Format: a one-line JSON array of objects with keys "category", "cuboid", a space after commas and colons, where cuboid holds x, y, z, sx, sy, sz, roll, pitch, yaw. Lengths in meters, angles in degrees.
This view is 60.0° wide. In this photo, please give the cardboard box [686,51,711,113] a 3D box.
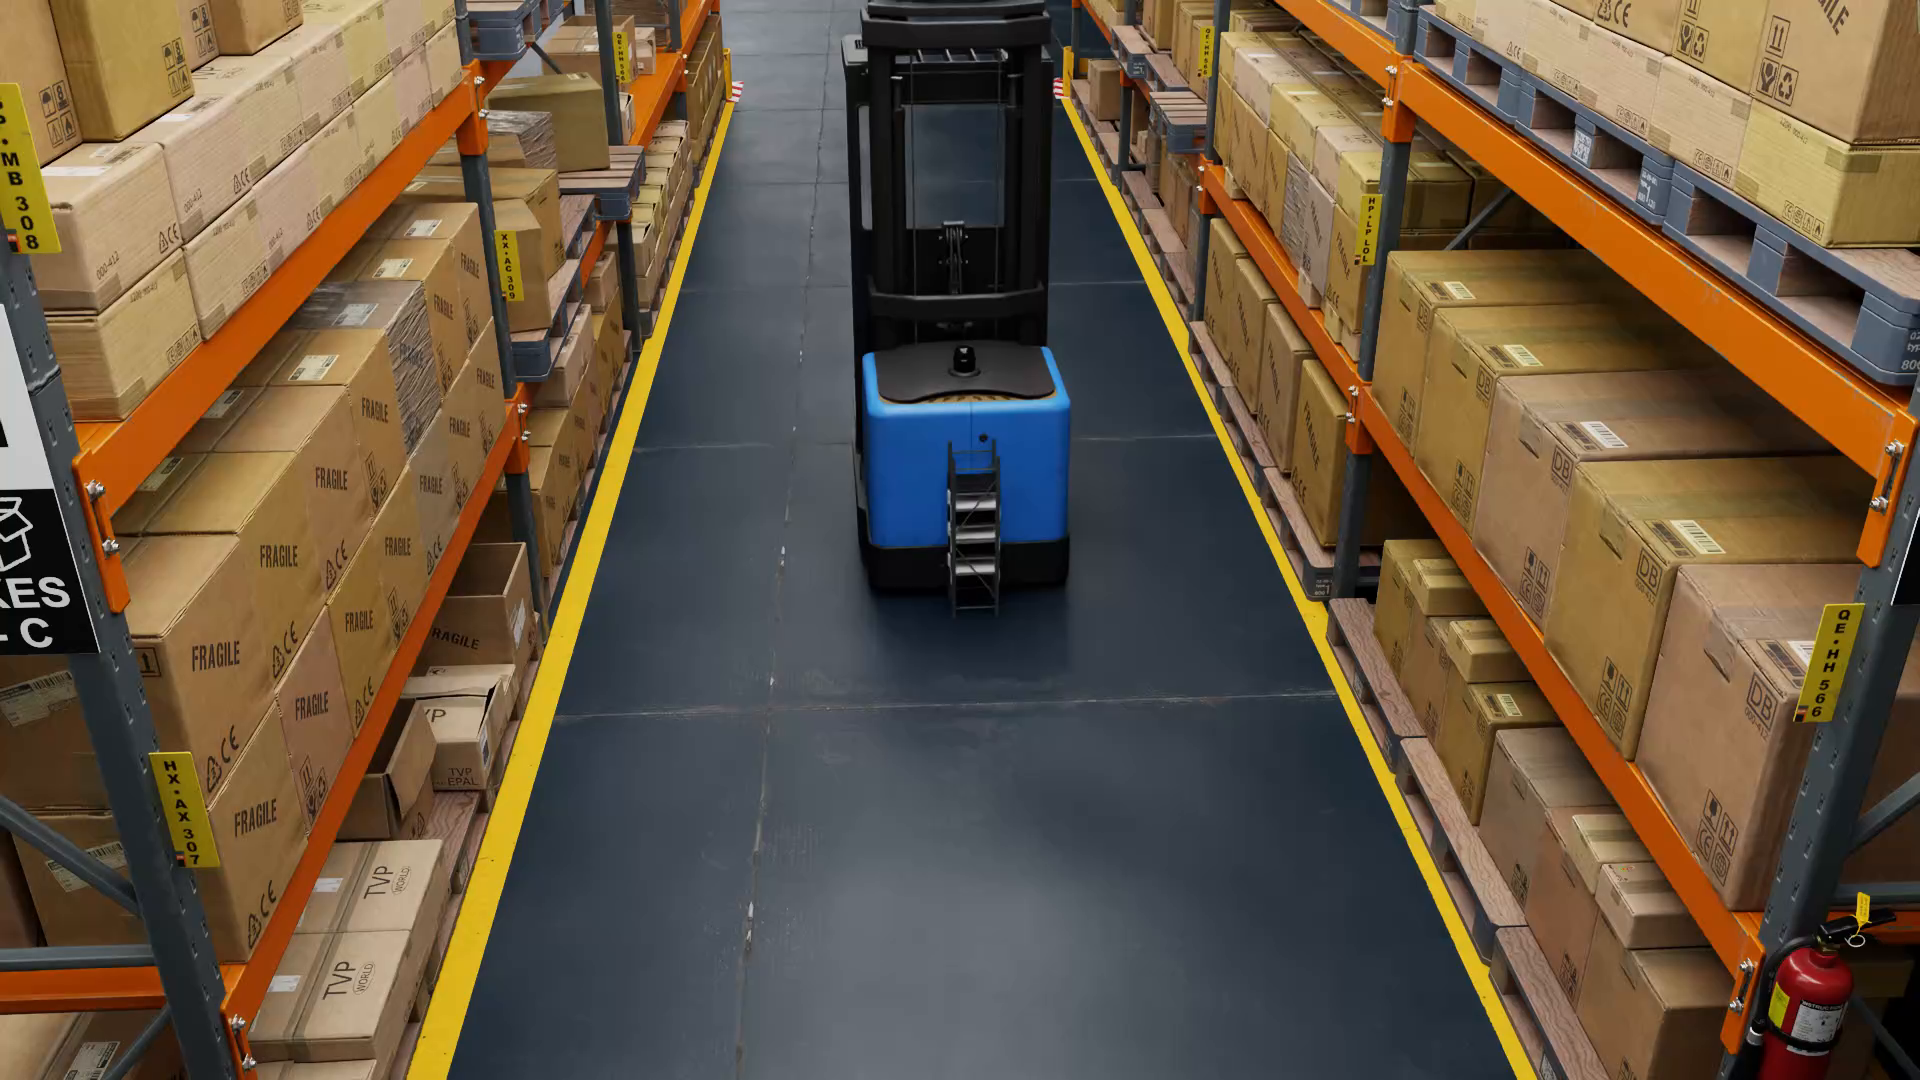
[{"category": "cardboard box", "cuboid": [-2.736, -4.498, 16.339, 0.500, 0.500, 0.500, -1, 28, -3]}]

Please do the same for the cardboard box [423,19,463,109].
[{"category": "cardboard box", "cuboid": [-2.263, -1.866, 6.503, 0.500, 0.250, 0.500, -1, 28, -3]}]

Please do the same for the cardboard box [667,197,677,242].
[{"category": "cardboard box", "cuboid": [-2.584, -2.593, 13.497, 0.500, 0.250, 0.500, -1, 28, -2]}]

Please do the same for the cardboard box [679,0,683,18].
[{"category": "cardboard box", "cuboid": [-3.058, -5.239, 15.944, 0.700, 0.500, 0.500, -1, 28, -2]}]

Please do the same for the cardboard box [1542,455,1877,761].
[{"category": "cardboard box", "cuboid": [2.515, 0.201, 5.296, 0.980, 0.700, 0.700, -2, 28, -3]}]

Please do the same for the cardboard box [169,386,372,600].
[{"category": "cardboard box", "cuboid": [-2.161, -0.145, 5.095, 0.500, 0.500, 0.500, -1, 28, -2]}]

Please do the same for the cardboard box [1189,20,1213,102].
[{"category": "cardboard box", "cuboid": [2.093, -3.503, 12.139, 0.700, 0.500, 0.500, -4, 28, -7]}]

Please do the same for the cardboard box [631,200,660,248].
[{"category": "cardboard box", "cuboid": [-2.533, -2.375, 12.473, 0.500, 0.311, 0.500, -2, 28, -4]}]

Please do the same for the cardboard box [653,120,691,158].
[{"category": "cardboard box", "cuboid": [-2.665, -3.551, 14.727, 0.500, 0.311, 0.500, -1, 28, -3]}]

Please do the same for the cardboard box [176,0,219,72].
[{"category": "cardboard box", "cuboid": [-2.463, -1.489, 4.429, 0.700, 0.500, 0.500, -1, 28, -3]}]

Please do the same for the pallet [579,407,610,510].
[{"category": "pallet", "cuboid": [-2.701, -0.524, 10.026, 1.003, 0.211, 1.213, -1, 28, -3]}]

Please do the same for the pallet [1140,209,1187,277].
[{"category": "pallet", "cuboid": [2.083, -2.476, 13.769, 1.003, 0.211, 1.213, -1, 28, -3]}]

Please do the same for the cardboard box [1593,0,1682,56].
[{"category": "cardboard box", "cuboid": [2.240, -1.725, 4.859, 0.500, 0.500, 0.500, -3, 28, -5]}]

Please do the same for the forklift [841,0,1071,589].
[{"category": "forklift", "cuboid": [-0.078, -1.697, 9.334, 1.130, 2.935, 3.031, -2, 28, -5]}]

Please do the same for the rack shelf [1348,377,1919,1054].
[{"category": "rack shelf", "cuboid": [2.497, 0.301, 6.208, 1.077, 0.370, 4.000, -1, 28, -3]}]

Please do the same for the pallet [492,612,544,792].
[{"category": "pallet", "cuboid": [-2.519, 0.733, 7.617, 1.003, 0.211, 1.213, -1, 28, -3]}]

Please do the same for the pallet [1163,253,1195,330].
[{"category": "pallet", "cuboid": [2.144, -1.914, 12.691, 1.003, 0.211, 1.213, -1, 28, -3]}]

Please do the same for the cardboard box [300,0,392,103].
[{"category": "cardboard box", "cuboid": [-2.211, -1.626, 5.502, 0.500, 0.250, 0.500, -1, 28, -3]}]

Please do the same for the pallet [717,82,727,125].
[{"category": "pallet", "cuboid": [-3.099, -4.774, 18.175, 1.003, 0.211, 1.213, -1, 28, -3]}]

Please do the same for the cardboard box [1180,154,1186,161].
[{"category": "cardboard box", "cuboid": [2.087, -3.273, 13.698, 0.500, 0.250, 0.500, -2, 28, -4]}]

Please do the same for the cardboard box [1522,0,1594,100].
[{"category": "cardboard box", "cuboid": [2.212, -1.638, 5.503, 0.500, 0.250, 0.500, -2, 28, -4]}]

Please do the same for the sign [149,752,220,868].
[{"category": "sign", "cuboid": [-1.804, 0.630, 3.863, 0.100, 0.325, 0.005, -1, 28, -3]}]

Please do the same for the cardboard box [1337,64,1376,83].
[{"category": "cardboard box", "cuboid": [2.513, -2.627, 9.782, 0.500, 0.250, 0.500, -2, 28, -4]}]

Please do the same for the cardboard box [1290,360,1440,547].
[{"category": "cardboard box", "cuboid": [2.229, -0.472, 8.782, 0.750, 0.750, 0.750, -1, 28, -2]}]

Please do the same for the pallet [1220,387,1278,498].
[{"category": "pallet", "cuboid": [2.210, -0.625, 10.220, 1.003, 0.211, 1.213, -1, 28, -3]}]

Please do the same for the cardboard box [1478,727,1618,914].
[{"category": "cardboard box", "cuboid": [2.412, 1.043, 6.255, 0.700, 0.500, 0.500, -2, 28, -4]}]

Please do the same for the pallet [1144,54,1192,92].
[{"category": "pallet", "cuboid": [2.039, -3.617, 13.149, 1.003, 0.211, 1.213, -1, 28, -3]}]

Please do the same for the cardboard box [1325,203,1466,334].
[{"category": "cardboard box", "cuboid": [2.117, -1.334, 8.113, 0.500, 0.500, 0.500, -2, 28, -3]}]

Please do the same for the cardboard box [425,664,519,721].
[{"category": "cardboard box", "cuboid": [-2.162, 0.676, 7.317, 0.380, 0.149, 0.250, -1, 28, -3]}]

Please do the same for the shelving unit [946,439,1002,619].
[{"category": "shelving unit", "cuboid": [0.068, -0.049, 8.370, 0.258, 0.900, 0.210, -2, 28, -5]}]

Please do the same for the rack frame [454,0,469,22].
[{"category": "rack frame", "cuboid": [-2.554, -3.481, 6.192, 1.000, 3.000, 0.127, -1, 28, -3]}]

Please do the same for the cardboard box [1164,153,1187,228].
[{"category": "cardboard box", "cuboid": [2.093, -2.910, 13.812, 0.700, 0.500, 0.500, -1, 28, -2]}]

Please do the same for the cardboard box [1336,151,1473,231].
[{"category": "cardboard box", "cuboid": [2.113, -1.669, 7.944, 0.500, 0.250, 0.500, -1, 28, -1]}]

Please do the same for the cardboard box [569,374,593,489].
[{"category": "cardboard box", "cuboid": [-2.394, -0.614, 9.410, 0.500, 0.500, 0.500, -1, 28, -2]}]

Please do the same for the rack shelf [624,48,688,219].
[{"category": "rack shelf", "cuboid": [-2.868, -3.273, 13.059, 1.077, 0.370, 4.000, -1, 28, -3]}]

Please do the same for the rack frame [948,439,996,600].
[{"category": "rack frame", "cuboid": [0.059, -0.096, 8.460, 0.240, 0.900, 0.006, -2, 28, -5]}]

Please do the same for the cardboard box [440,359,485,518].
[{"category": "cardboard box", "cuboid": [-2.244, -0.402, 6.670, 0.500, 0.500, 0.500, -1, 28, -1]}]

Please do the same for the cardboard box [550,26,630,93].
[{"category": "cardboard box", "cuboid": [-2.895, -3.730, 13.050, 0.500, 0.500, 0.500, -1, 28, -3]}]

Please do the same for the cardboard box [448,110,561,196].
[{"category": "cardboard box", "cuboid": [-2.761, -2.183, 9.630, 0.700, 0.500, 0.500, 4, 28, 7]}]

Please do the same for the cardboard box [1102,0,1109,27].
[{"category": "cardboard box", "cuboid": [1.629, -5.021, 15.773, 0.500, 0.250, 0.500, -1, 28, -2]}]

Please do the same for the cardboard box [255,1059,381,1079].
[{"category": "cardboard box", "cuboid": [-2.037, 1.771, 5.200, 0.380, 0.166, 0.250, -1, 28, -3]}]

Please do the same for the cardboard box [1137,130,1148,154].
[{"category": "cardboard box", "cuboid": [1.917, -3.822, 15.922, 0.380, 0.166, 0.250, -5, 28, -9]}]

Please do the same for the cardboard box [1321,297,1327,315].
[{"category": "cardboard box", "cuboid": [2.087, -1.225, 8.606, 0.380, 0.149, 0.250, -1, 28, -1]}]

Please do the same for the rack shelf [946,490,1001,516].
[{"category": "rack shelf", "cuboid": [0.068, -0.179, 8.302, 0.258, 0.077, 0.200, -2, 28, -5]}]

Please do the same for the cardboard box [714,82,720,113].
[{"category": "cardboard box", "cuboid": [-2.792, -4.627, 17.398, 0.500, 0.250, 0.500, -1, 28, -3]}]

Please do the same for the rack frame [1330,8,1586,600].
[{"category": "rack frame", "cuboid": [2.392, -0.942, 7.812, 1.000, 3.000, 0.127, -1, 28, -3]}]

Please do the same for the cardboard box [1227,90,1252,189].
[{"category": "cardboard box", "cuboid": [1.971, -2.502, 10.352, 0.500, 0.500, 0.500, 0, 28, -1]}]

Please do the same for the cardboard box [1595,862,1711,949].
[{"category": "cardboard box", "cuboid": [2.276, 1.164, 5.322, 0.380, 0.149, 0.250, -2, 28, -3]}]

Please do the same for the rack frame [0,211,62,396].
[{"category": "rack frame", "cuboid": [-2.345, -1.633, 2.651, 1.000, 3.000, 0.127, -1, 28, -3]}]

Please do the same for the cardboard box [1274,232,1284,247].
[{"category": "cardboard box", "cuboid": [2.060, -1.821, 9.748, 0.380, 0.149, 0.250, -1, 28, -2]}]

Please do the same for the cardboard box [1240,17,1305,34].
[{"category": "cardboard box", "cuboid": [2.136, -3.475, 11.383, 0.380, 0.149, 0.250, -5, 28, -9]}]

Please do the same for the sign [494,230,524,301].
[{"category": "sign", "cuboid": [-2.013, -1.221, 7.412, 0.100, 0.325, 0.005, -1, 28, -3]}]

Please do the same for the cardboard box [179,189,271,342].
[{"category": "cardboard box", "cuboid": [-2.132, -0.711, 4.289, 0.500, 0.250, 0.500, -1, 28, -3]}]

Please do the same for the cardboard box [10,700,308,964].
[{"category": "cardboard box", "cuboid": [-2.105, 0.771, 4.420, 0.500, 0.500, 0.500, -1, 28, -2]}]

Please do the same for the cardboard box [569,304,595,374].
[{"category": "cardboard box", "cuboid": [-2.415, -1.163, 9.652, 0.500, 0.250, 0.500, -2, 28, -4]}]
